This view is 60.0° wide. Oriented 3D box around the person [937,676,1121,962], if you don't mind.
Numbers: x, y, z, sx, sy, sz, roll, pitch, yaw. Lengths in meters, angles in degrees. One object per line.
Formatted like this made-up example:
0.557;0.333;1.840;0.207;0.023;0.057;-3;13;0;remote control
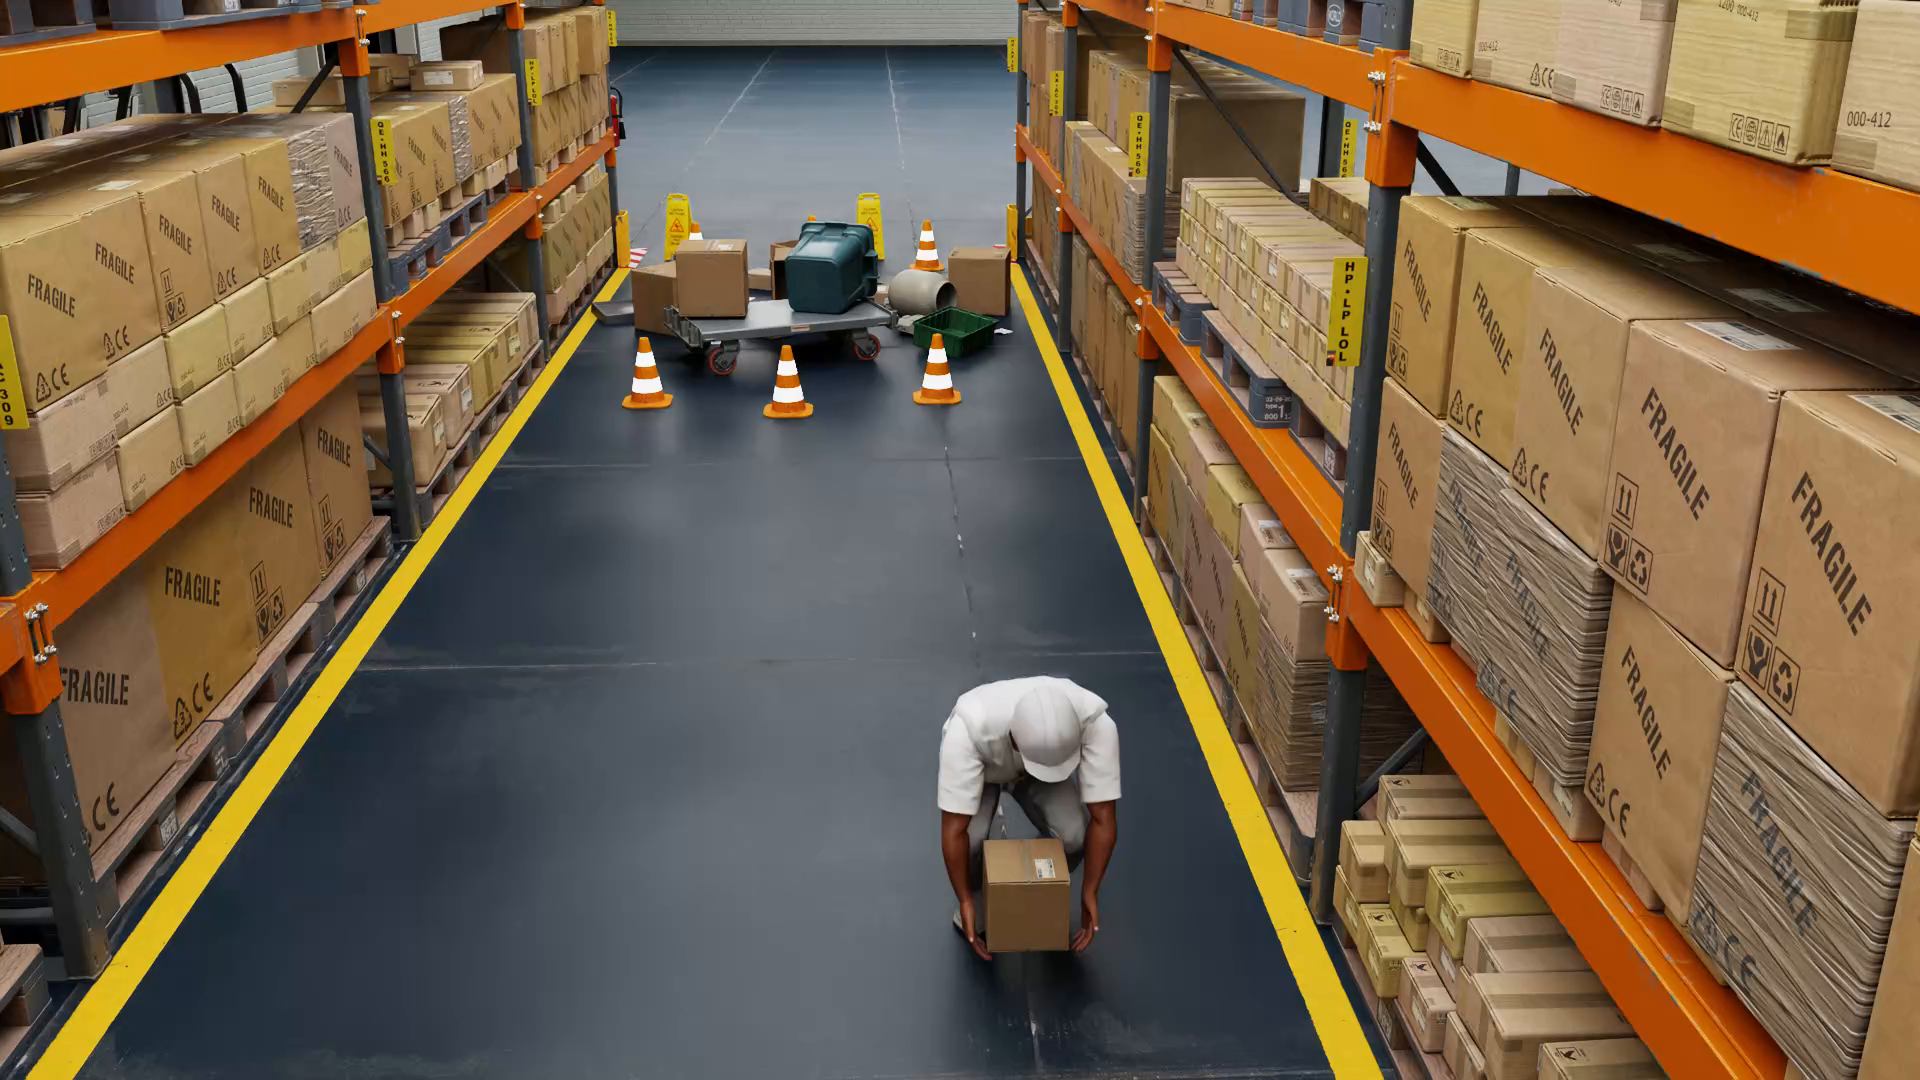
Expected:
0.211;0.819;5.413;0.585;1.018;0.882;-1;20;-3;person
